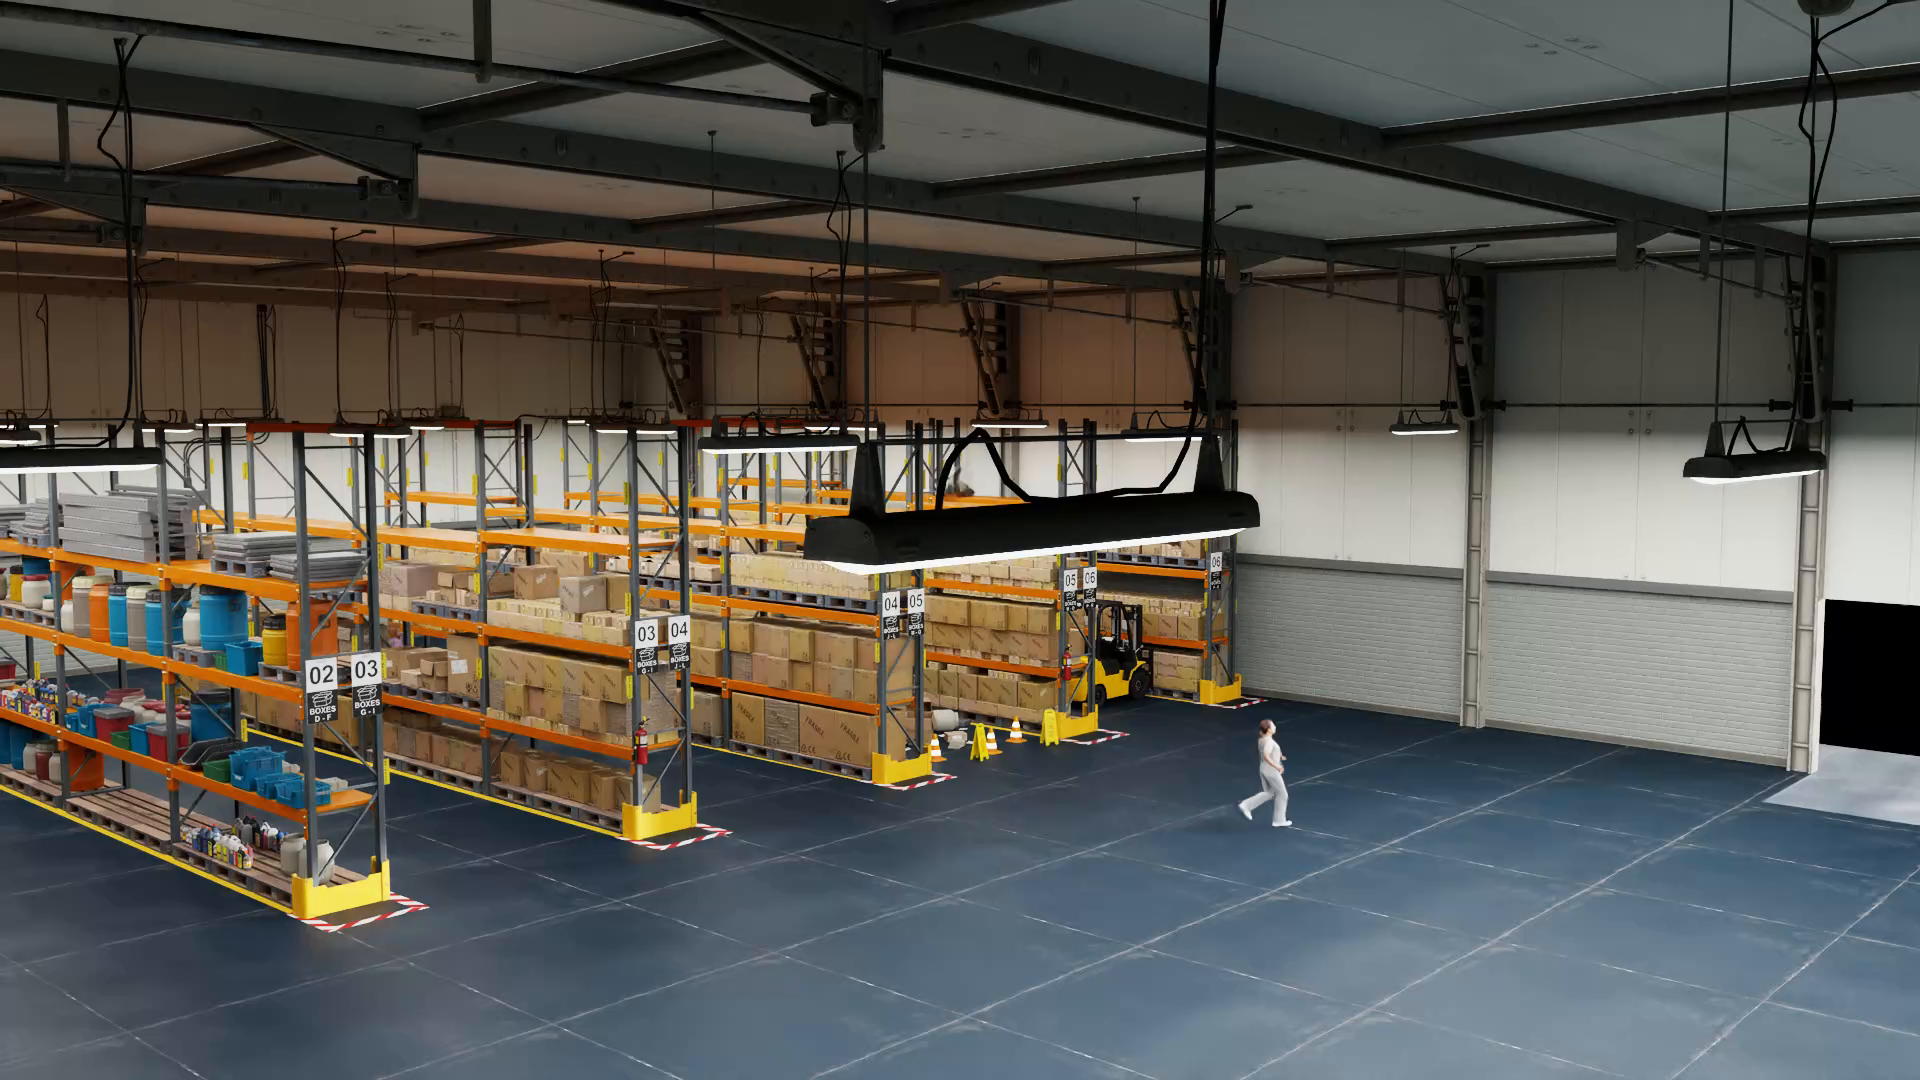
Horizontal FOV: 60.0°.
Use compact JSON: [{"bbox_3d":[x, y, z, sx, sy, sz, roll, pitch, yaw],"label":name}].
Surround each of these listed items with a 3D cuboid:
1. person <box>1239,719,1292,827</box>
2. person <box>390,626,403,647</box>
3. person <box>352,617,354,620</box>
[{"bbox_3d":[4.590,3.482,24.847,0.802,1.633,0.575,-1,5,-10],"label":"person"},{"bbox_3d":[-12.013,2.623,35.743,0.567,1.553,0.735,-4,6,-41],"label":"person"},{"bbox_3d":[-13.564,2.524,37.078,0.709,1.617,0.704,-3,6,-36],"label":"person"}]
